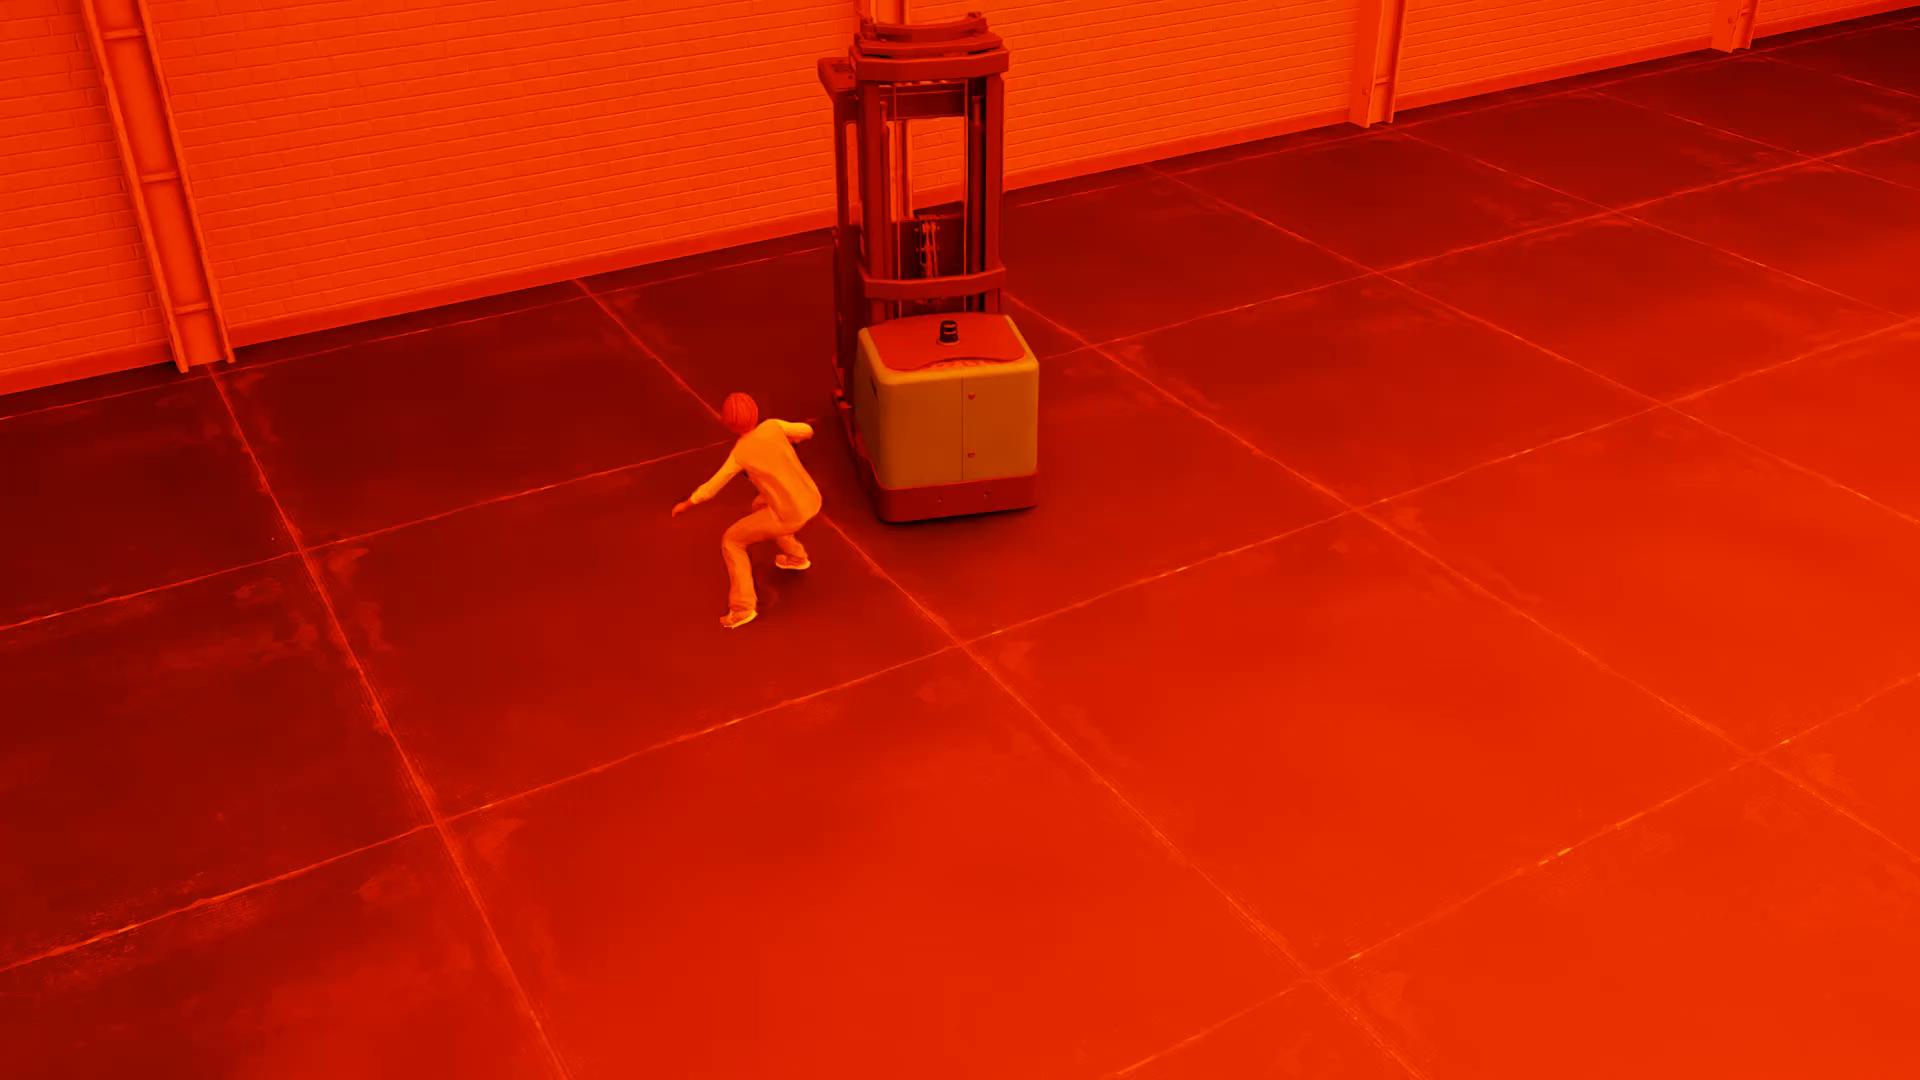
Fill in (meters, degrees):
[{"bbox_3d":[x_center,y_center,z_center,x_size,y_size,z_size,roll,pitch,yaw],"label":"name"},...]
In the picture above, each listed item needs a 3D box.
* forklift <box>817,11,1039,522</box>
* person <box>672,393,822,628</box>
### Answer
[{"bbox_3d":[-0.315,-2.115,11.179,1.130,2.935,3.031,-7,32,-11],"label":"forklift"},{"bbox_3d":[-1.199,-0.229,9.605,0.765,1.370,0.736,19,36,28],"label":"person"}]
